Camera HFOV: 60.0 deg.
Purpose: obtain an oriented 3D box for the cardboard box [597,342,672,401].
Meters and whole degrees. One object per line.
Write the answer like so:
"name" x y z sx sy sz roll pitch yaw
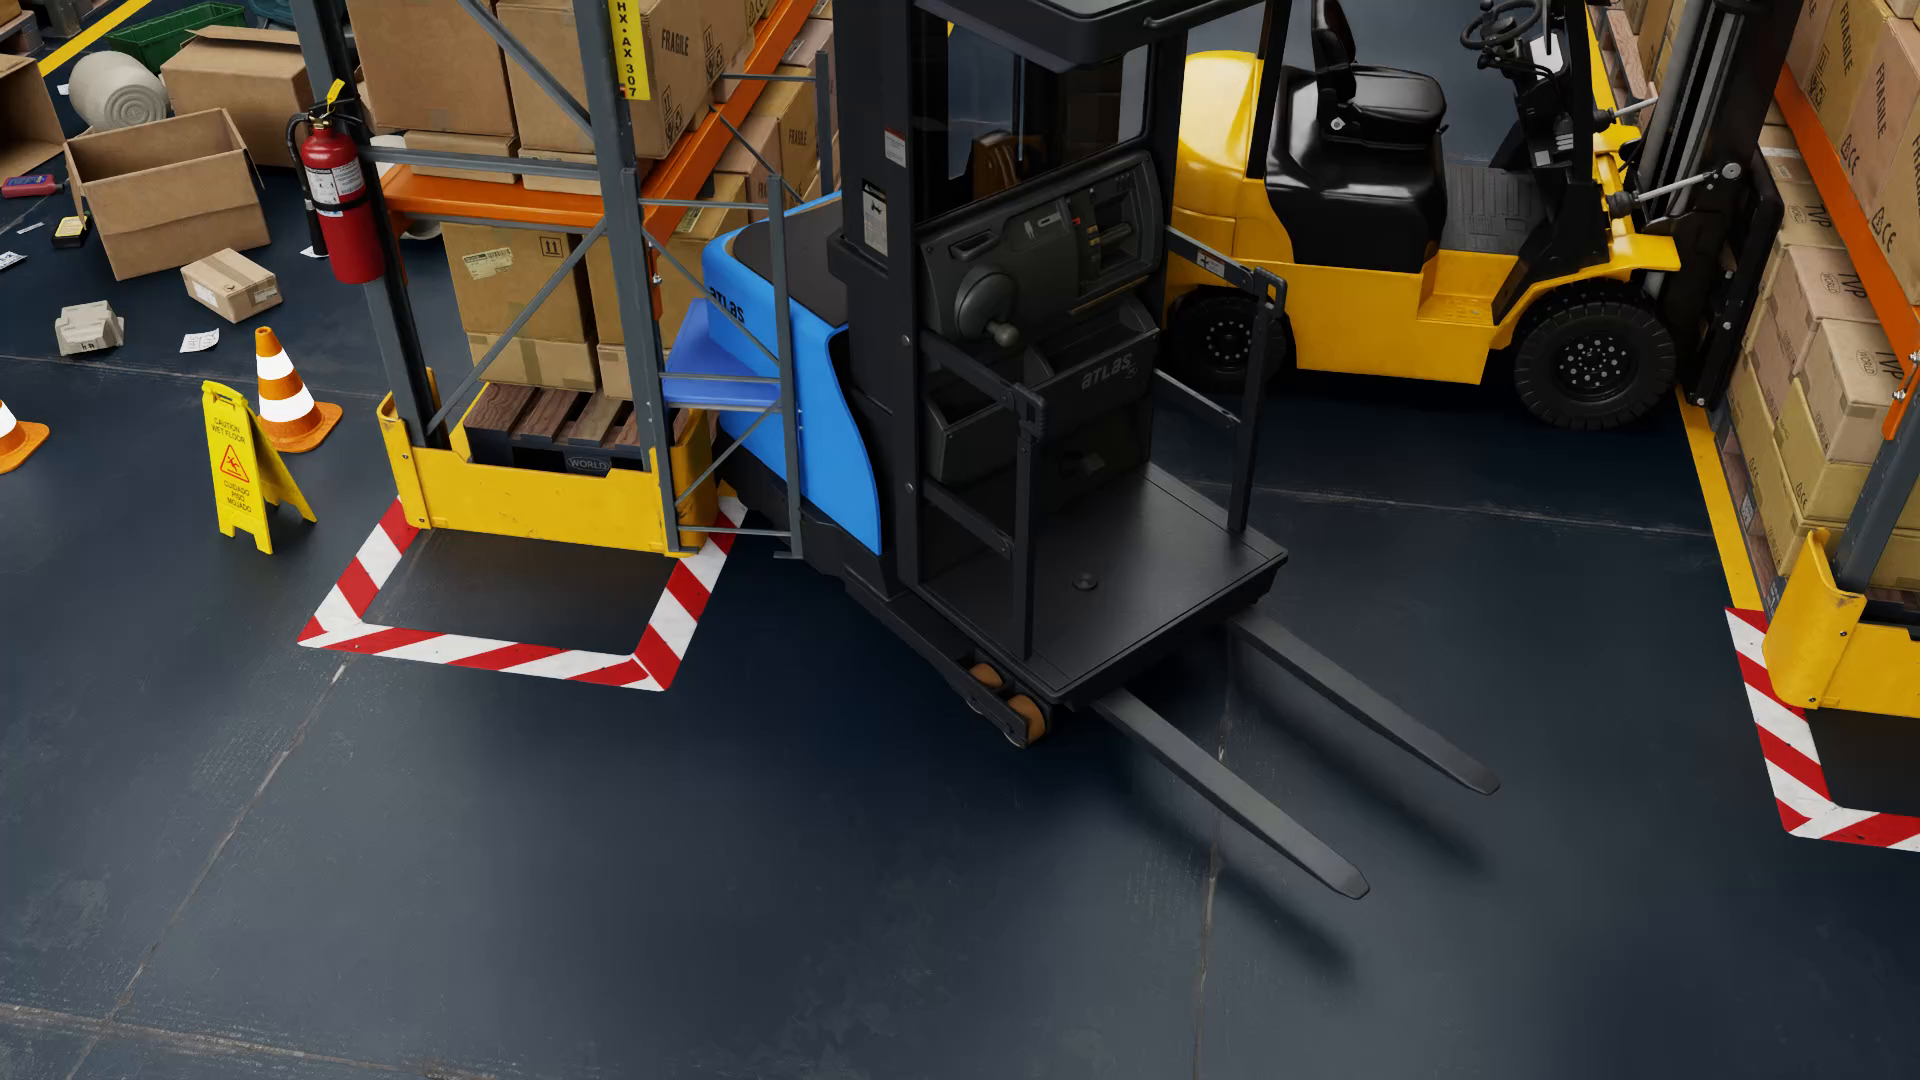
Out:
"cardboard box" -1.122 -0.785 6.674 0.500 0.250 0.500 6 40 7

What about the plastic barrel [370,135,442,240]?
"plastic barrel" -2.668 -1.678 7.947 0.421 0.421 0.512 -28 47 -30

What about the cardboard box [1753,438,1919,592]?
"cardboard box" 3.125 -0.094 5.838 0.500 0.250 0.500 7 40 8

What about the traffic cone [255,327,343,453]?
"traffic cone" -2.730 -0.642 6.663 0.336 0.463 0.334 6 40 8

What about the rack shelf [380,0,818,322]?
"rack shelf" -1.188 -2.185 7.104 1.077 0.370 4.000 6 40 8

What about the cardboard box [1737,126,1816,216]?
"cardboard box" 3.383 -1.429 6.669 0.500 0.250 0.500 6 40 7

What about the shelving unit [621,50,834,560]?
"shelving unit" -0.770 -0.855 6.018 0.538 1.500 1.048 3 38 3

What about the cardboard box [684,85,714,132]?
"cardboard box" -1.116 -1.619 6.051 0.380 0.149 0.250 5 40 6

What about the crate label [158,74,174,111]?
"crate label" -4.272 -2.501 9.167 0.298 0.136 0.250 -20 44 -23

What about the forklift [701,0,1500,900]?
"forklift" 0.403 -0.822 4.944 1.130 2.935 3.031 -28 47 -30

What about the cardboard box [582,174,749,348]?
"cardboard box" -1.119 -1.089 6.453 0.500 0.500 0.500 5 40 6

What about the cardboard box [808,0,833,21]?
"cardboard box" -0.766 -2.389 8.025 0.500 0.500 0.500 7 40 8

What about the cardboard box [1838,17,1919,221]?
"cardboard box" 3.281 -1.363 5.467 0.500 0.500 0.500 8 40 9

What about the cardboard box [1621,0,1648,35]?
"cardboard box" 4.269 -3.234 9.342 0.875 0.625 0.625 6 40 7

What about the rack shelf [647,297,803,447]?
"rack shelf" -0.771 -0.713 6.128 0.538 0.185 1.000 3 38 3

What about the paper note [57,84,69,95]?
"paper note" -4.959 -2.534 9.291 0.147 0.020 0.142 -20 44 -23

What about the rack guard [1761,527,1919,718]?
"rack guard" 3.351 0.316 5.476 1.175 0.500 0.348 6 40 8

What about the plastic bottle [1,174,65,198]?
"plastic bottle" -4.645 -1.781 8.356 0.283 0.061 0.133 -6 40 -8

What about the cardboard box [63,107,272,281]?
"cardboard box" -3.724 -1.627 7.823 0.797 0.503 0.637 -20 44 -23

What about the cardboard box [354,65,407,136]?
"cardboard box" -3.097 -2.390 8.932 0.258 0.266 0.396 -20 44 -23

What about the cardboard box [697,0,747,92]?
"cardboard box" -1.093 -1.953 5.946 0.500 0.500 0.500 8 40 9

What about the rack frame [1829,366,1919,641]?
"rack frame" 3.355 -0.663 4.697 1.000 3.000 0.127 6 40 8

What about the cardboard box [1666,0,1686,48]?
"cardboard box" 3.655 -2.391 7.832 0.500 0.250 0.500 6 40 7

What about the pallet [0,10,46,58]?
"pallet" -5.943 -2.657 9.298 1.003 0.211 1.213 6 40 8

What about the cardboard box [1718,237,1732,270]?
"cardboard box" 3.388 -1.251 6.845 0.500 0.250 0.500 6 40 8

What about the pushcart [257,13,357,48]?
"pushcart" -3.096 -2.927 9.494 1.648 0.377 0.936 -6 40 -8

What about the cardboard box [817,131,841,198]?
"cardboard box" -0.854 -1.765 7.860 0.500 0.250 0.500 7 40 8

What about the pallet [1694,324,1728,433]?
"pallet" 3.660 -0.836 7.095 1.003 0.211 1.213 6 40 8

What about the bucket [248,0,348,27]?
"bucket" -3.488 -3.185 9.124 0.726 0.611 0.620 20 34 23

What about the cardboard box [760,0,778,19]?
"cardboard box" -0.954 -2.274 6.843 0.380 0.149 0.250 5 40 6

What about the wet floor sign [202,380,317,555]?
"wet floor sign" -2.621 -0.299 6.105 0.267 0.644 0.232 20 44 23

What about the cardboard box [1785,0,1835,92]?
"cardboard box" 3.445 -2.002 6.239 0.500 0.500 0.500 7 40 8

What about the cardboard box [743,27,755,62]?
"cardboard box" -1.015 -1.939 6.438 0.380 0.149 0.250 7 40 9

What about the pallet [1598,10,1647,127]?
"pallet" 4.137 -2.565 9.187 1.003 0.211 1.213 6 40 8

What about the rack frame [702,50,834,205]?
"rack frame" -0.730 -1.165 6.419 0.500 1.500 0.032 3 38 3

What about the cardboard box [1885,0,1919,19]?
"cardboard box" 3.313 -1.846 5.542 0.380 0.149 0.250 5 40 6

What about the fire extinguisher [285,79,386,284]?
"fire extinguisher" -2.008 -1.157 5.356 0.296 0.674 0.183 6 40 8

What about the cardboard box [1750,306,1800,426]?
"cardboard box" 3.229 -0.611 6.071 0.500 0.250 0.500 6 40 7

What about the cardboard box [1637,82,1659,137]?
"cardboard box" 3.638 -2.008 8.153 0.500 0.250 0.500 7 40 8

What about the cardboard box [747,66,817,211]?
"cardboard box" -0.938 -1.732 7.231 0.500 0.500 0.500 7 40 9

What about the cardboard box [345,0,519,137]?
"cardboard box" -1.712 -1.732 5.679 0.500 0.500 0.500 6 40 7

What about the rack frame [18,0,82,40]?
"rack frame" -5.735 -4.200 8.976 1.000 3.000 0.127 6 40 8

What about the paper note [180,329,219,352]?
"paper note" -3.331 -0.876 7.286 0.148 0.019 0.142 -6 40 -8

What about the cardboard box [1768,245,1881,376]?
"cardboard box" 3.210 -0.795 5.901 0.500 0.250 0.500 7 40 8

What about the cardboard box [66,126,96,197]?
"cardboard box" -4.218 -1.865 8.297 0.396 0.266 0.258 13 41 15

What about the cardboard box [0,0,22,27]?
"cardboard box" -5.913 -3.156 9.051 0.875 0.875 0.875 7 40 8

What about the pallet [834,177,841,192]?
"pallet" -1.132 -1.450 7.838 1.003 0.211 1.213 6 40 8

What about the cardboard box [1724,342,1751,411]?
"cardboard box" 3.316 -0.718 6.593 0.500 0.250 0.500 7 40 8
